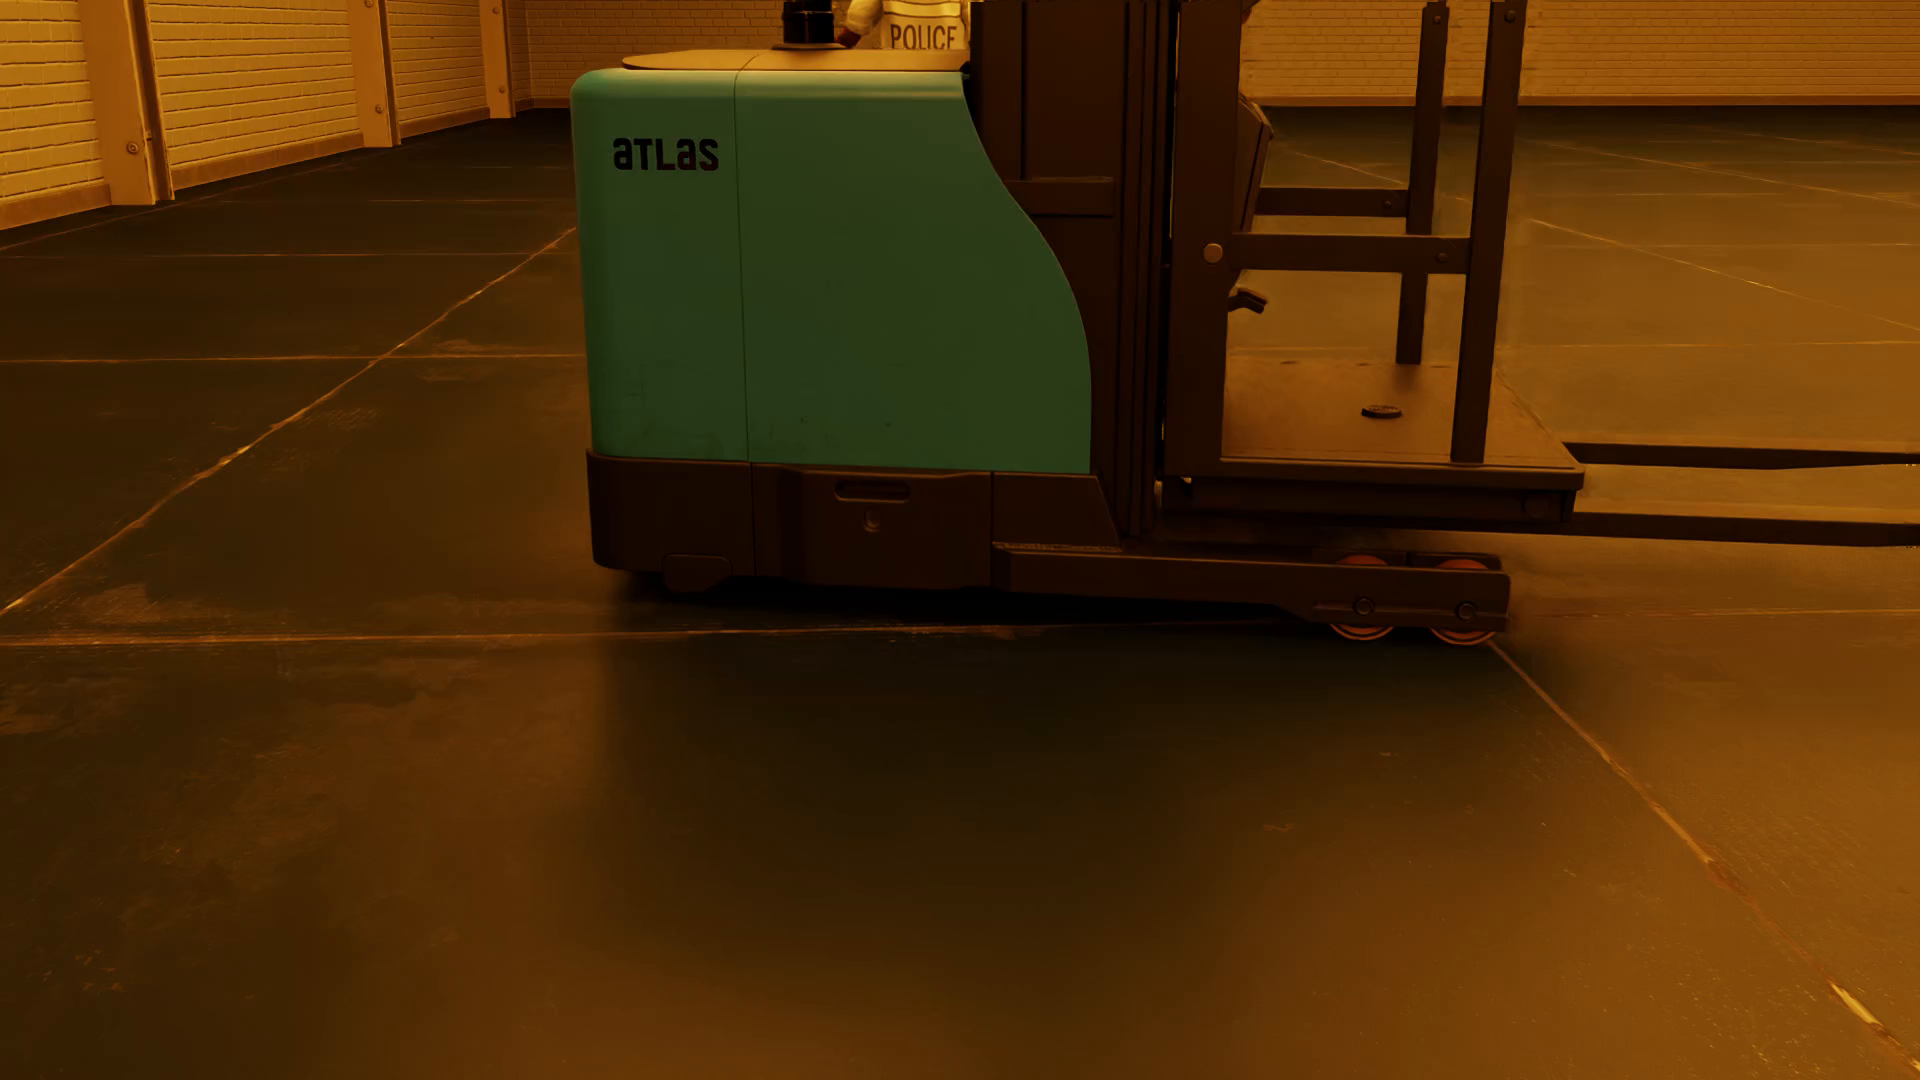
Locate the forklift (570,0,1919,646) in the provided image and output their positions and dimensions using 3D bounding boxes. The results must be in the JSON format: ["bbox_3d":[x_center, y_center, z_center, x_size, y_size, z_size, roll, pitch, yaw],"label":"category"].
[{"bbox_3d":[0.776,-1.362,3.359,3.031,2.935,1.130,2,17,8],"label":"forklift"}]

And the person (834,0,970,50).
[{"bbox_3d":[-0.136,-1.642,6.497,0.779,1.646,0.648,-2,17,-7],"label":"person"}]
